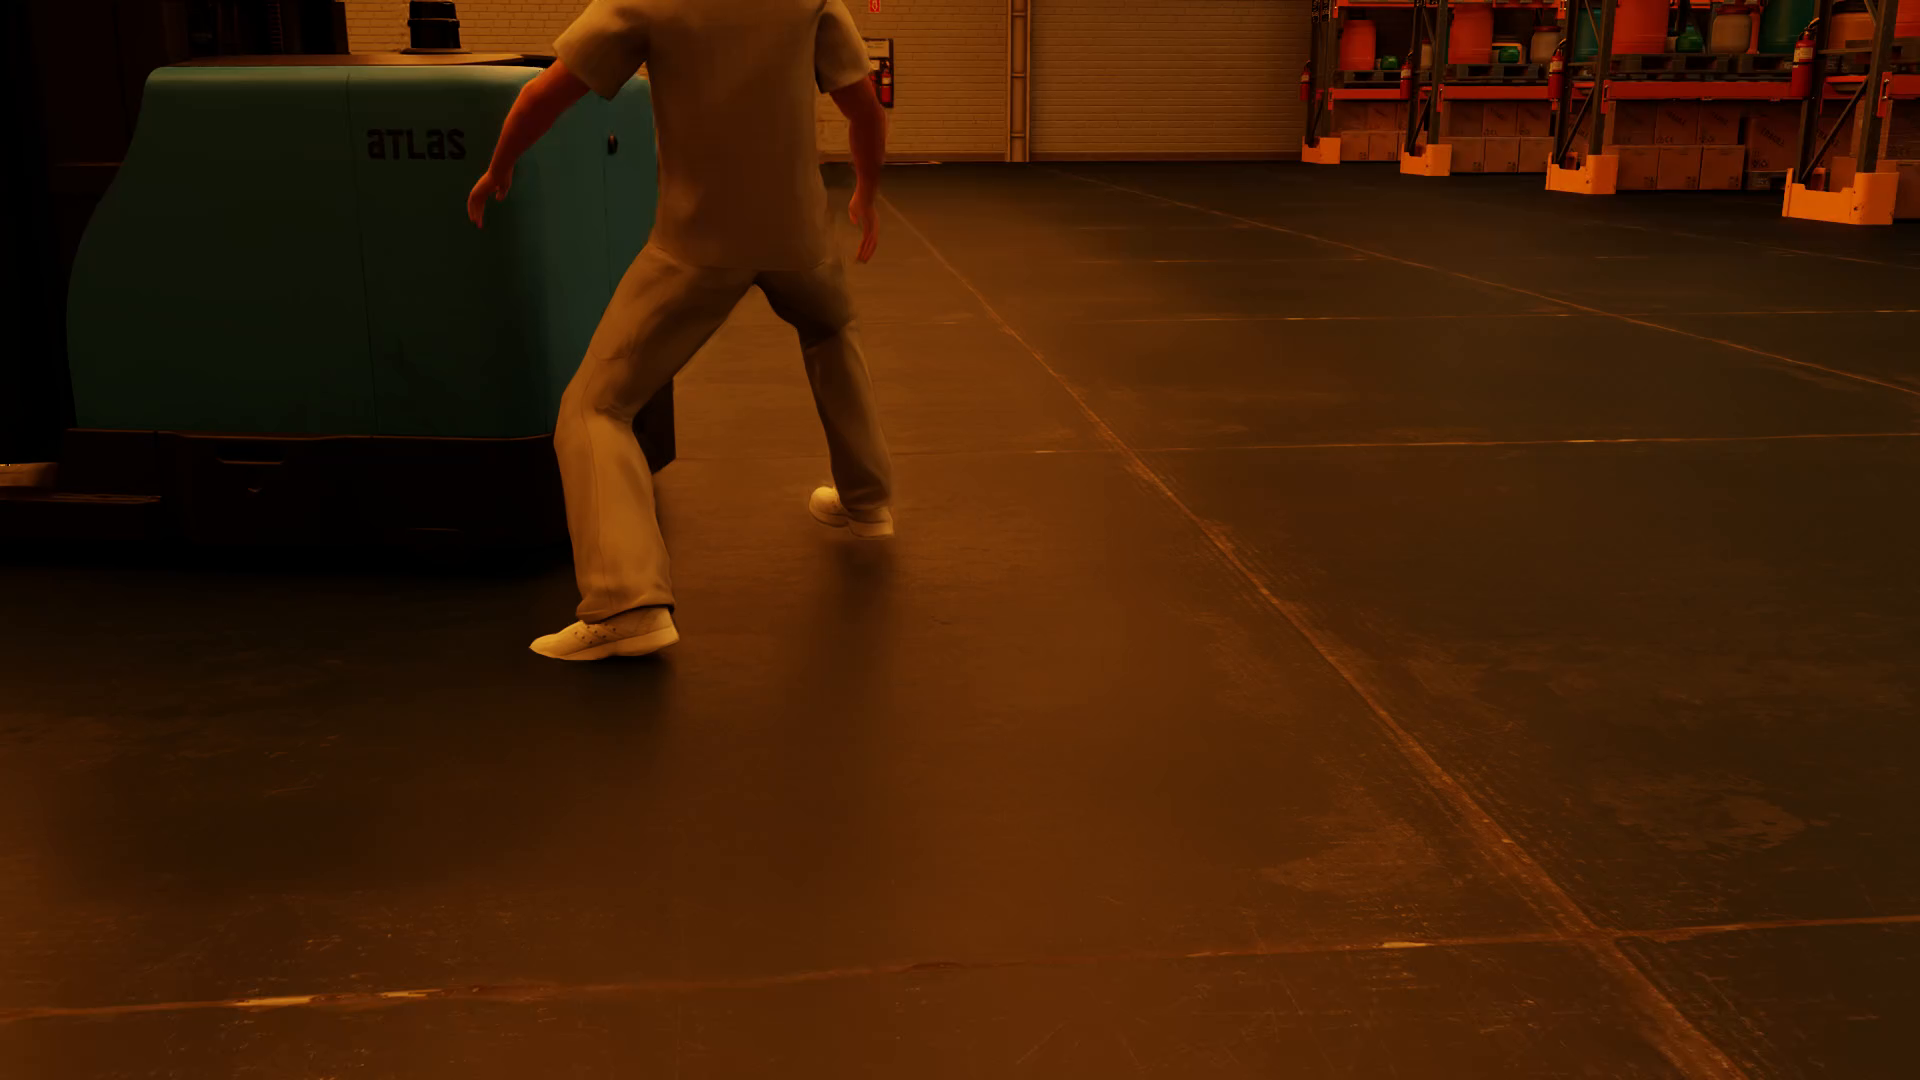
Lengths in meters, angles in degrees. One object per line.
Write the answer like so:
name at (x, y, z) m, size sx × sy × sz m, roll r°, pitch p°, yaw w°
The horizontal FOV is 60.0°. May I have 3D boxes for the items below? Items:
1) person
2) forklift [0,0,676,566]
person at (-0.493, -0.606, 3.310) m, size 0.900 × 1.554 × 0.795 m, roll -6°, pitch 16°, yaw -20°
forklift at (-2.322, -1.503, 3.889) m, size 3.031 × 2.935 × 1.130 m, roll 2°, pitch 15°, yaw 7°
